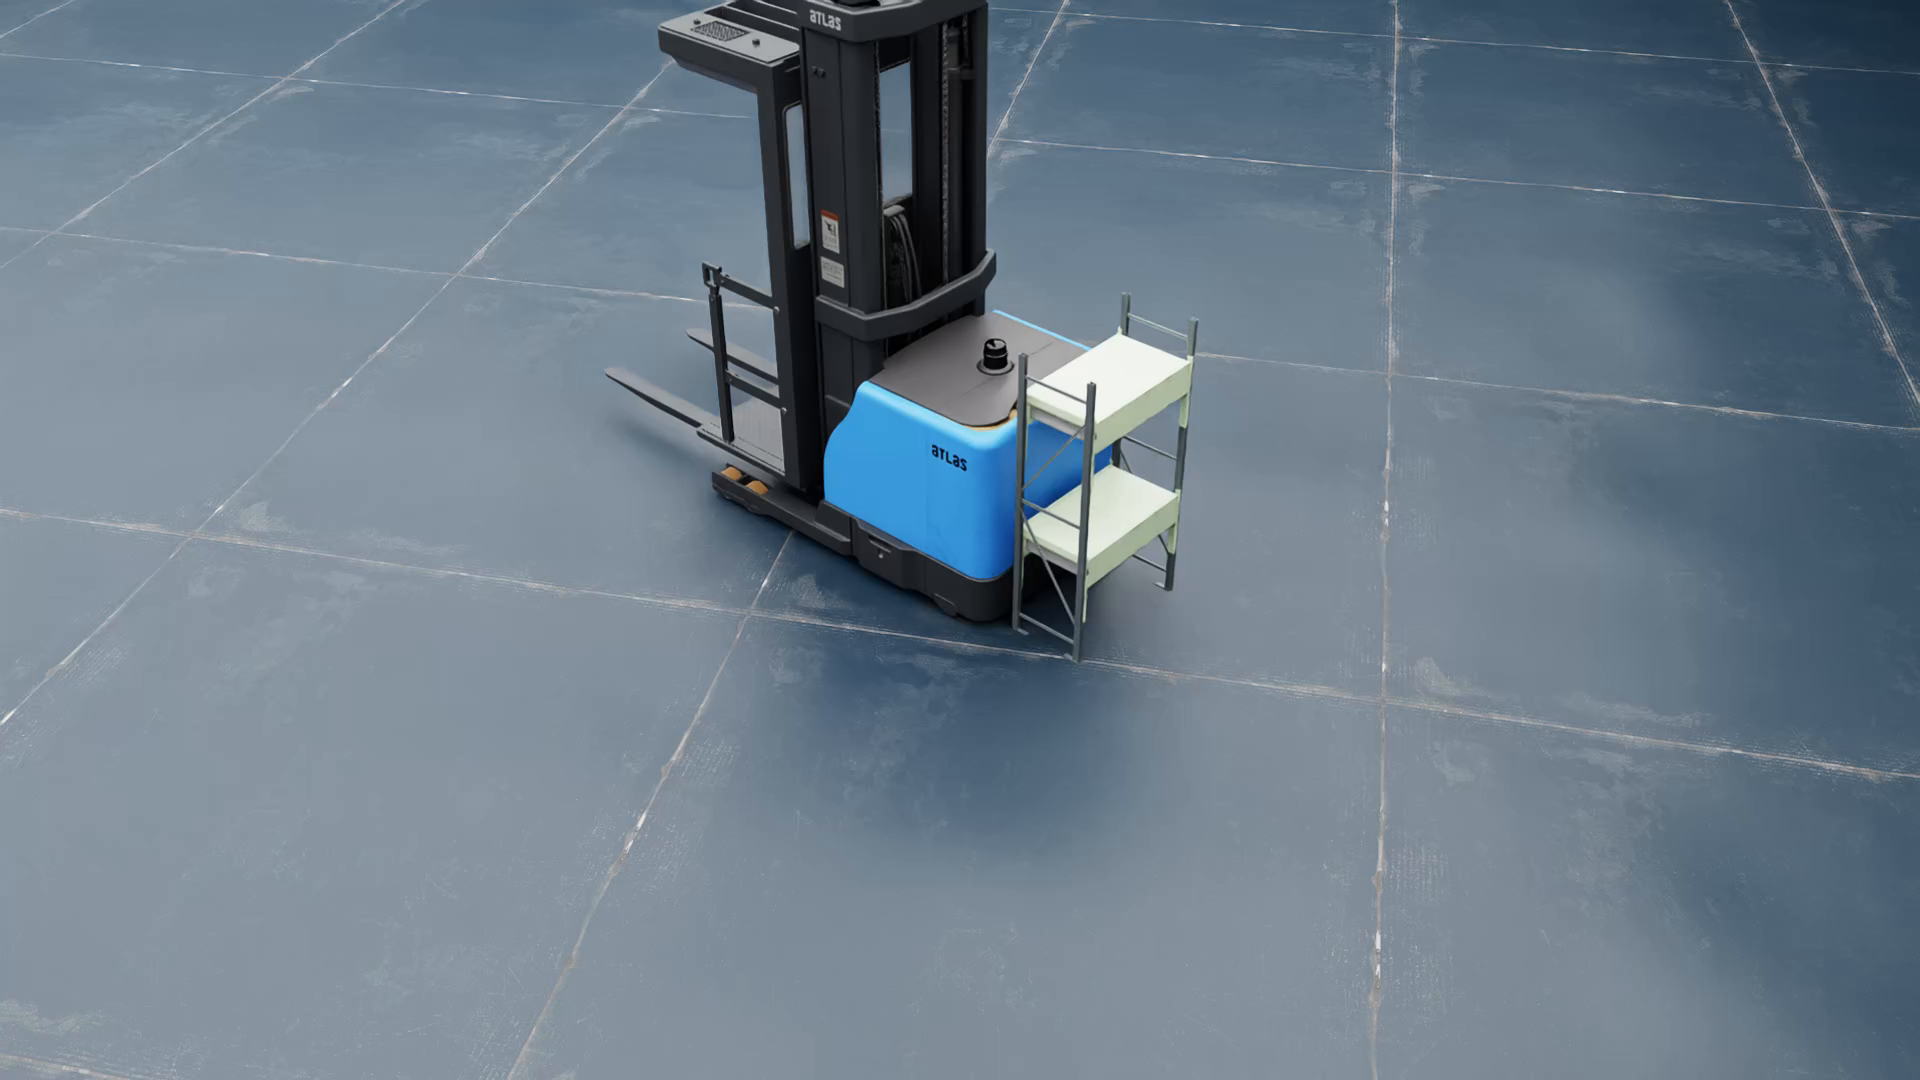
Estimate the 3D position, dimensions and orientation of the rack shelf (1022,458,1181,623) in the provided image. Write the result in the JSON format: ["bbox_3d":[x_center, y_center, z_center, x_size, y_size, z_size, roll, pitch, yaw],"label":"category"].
[{"bbox_3d":[0.647,-0.008,7.808,0.431,0.370,0.720,27,44,32],"label":"rack shelf"}]

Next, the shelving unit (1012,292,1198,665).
[{"bbox_3d":[0.647,-0.272,7.617,0.431,1.500,0.755,27,44,32],"label":"shelving unit"}]

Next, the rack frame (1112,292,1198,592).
[{"bbox_3d":[0.889,-0.433,7.840,0.400,1.500,0.023,27,44,32],"label":"rack frame"}]

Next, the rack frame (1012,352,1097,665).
[{"bbox_3d":[0.406,-0.110,7.394,0.400,1.500,0.023,27,44,32],"label":"rack frame"}]

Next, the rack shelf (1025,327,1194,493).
[{"bbox_3d":[0.647,-0.588,7.388,0.431,0.370,0.720,27,44,32],"label":"rack shelf"}]

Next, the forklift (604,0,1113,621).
[{"bbox_3d":[-0.674,-1.534,8.139,3.031,2.935,1.130,27,44,32],"label":"forklift"}]
